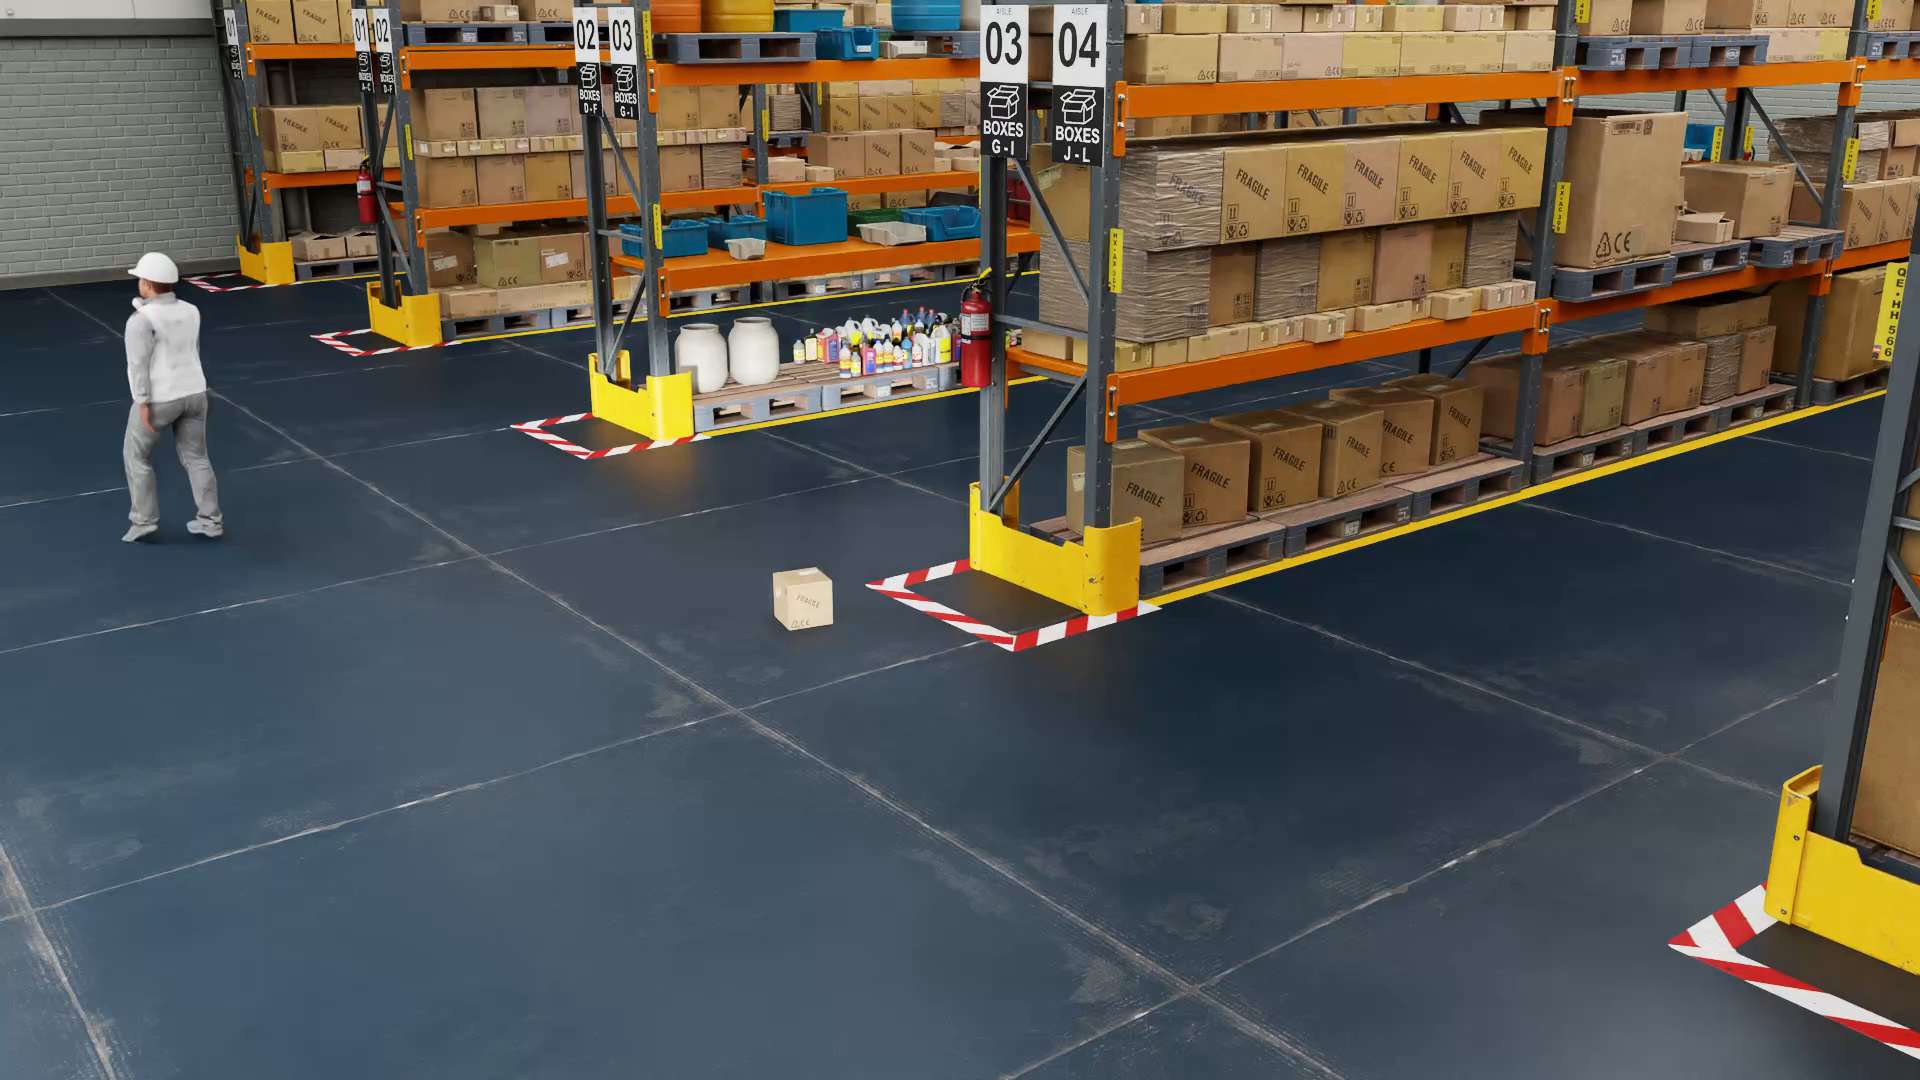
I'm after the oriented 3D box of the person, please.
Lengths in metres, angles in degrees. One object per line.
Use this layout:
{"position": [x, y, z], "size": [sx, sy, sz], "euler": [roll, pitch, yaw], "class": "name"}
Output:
{"position": [-4.911, -0.857, 10.267], "size": [0.628, 1.827, 0.561], "euler": [9, 20, 27], "class": "person"}
